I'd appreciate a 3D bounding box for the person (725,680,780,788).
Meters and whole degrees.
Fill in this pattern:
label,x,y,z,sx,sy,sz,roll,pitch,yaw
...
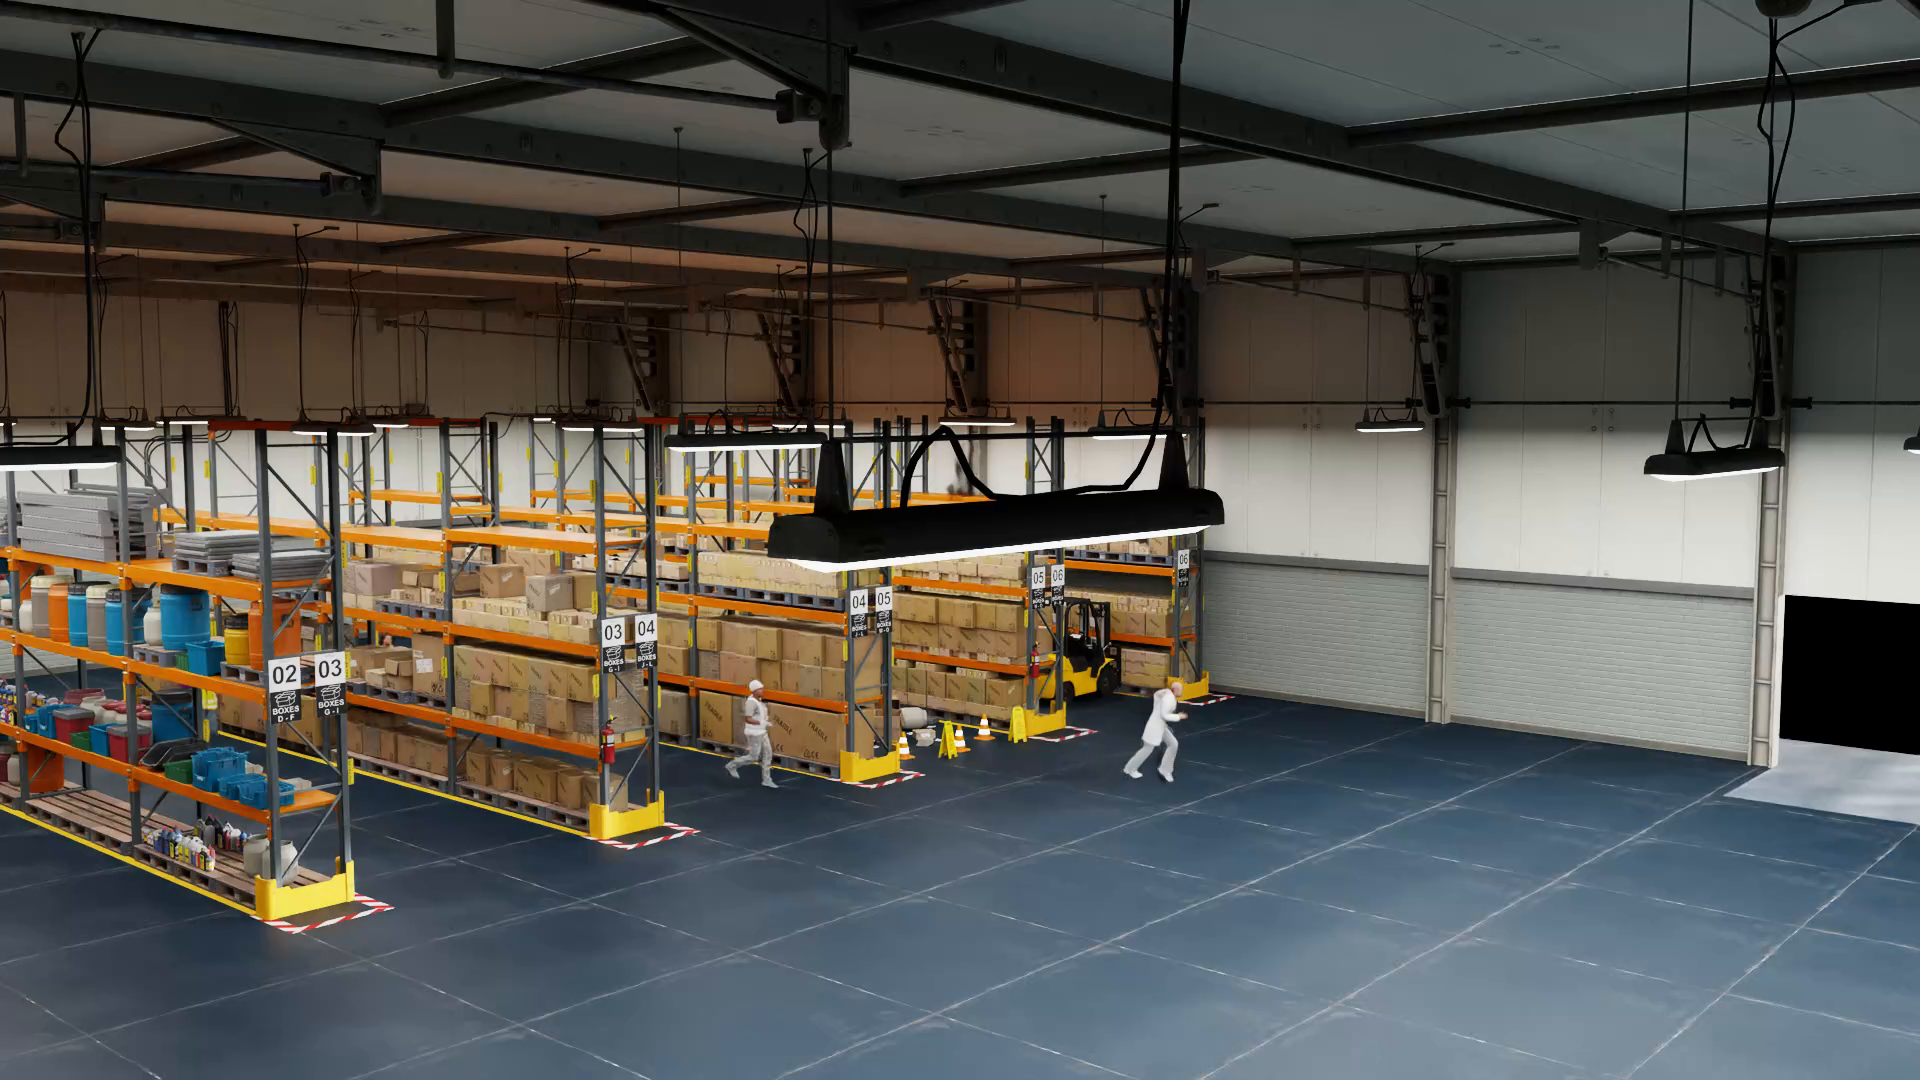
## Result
label,x,y,z,sx,sy,sz,roll,pitch,yaw
person,-3.408,3.195,27.337,0.902,1.799,0.688,1,5,10

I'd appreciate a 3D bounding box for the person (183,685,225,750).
label,x,y,z,sx,sy,sz,roll,pitch,yaw
person,-13.504,3.014,29.675,0.702,1.726,0.598,-4,6,-42

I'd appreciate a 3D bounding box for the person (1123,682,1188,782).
label,x,y,z,sx,sy,sz,roll,pitch,yaw
person,3.268,3.217,27.787,1.071,1.731,0.750,1,5,12

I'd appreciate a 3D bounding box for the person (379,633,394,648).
label,x,y,z,sx,sy,sz,roll,pitch,yaw
person,-11.763,2.699,33.940,0.867,1.654,0.560,3,6,34
